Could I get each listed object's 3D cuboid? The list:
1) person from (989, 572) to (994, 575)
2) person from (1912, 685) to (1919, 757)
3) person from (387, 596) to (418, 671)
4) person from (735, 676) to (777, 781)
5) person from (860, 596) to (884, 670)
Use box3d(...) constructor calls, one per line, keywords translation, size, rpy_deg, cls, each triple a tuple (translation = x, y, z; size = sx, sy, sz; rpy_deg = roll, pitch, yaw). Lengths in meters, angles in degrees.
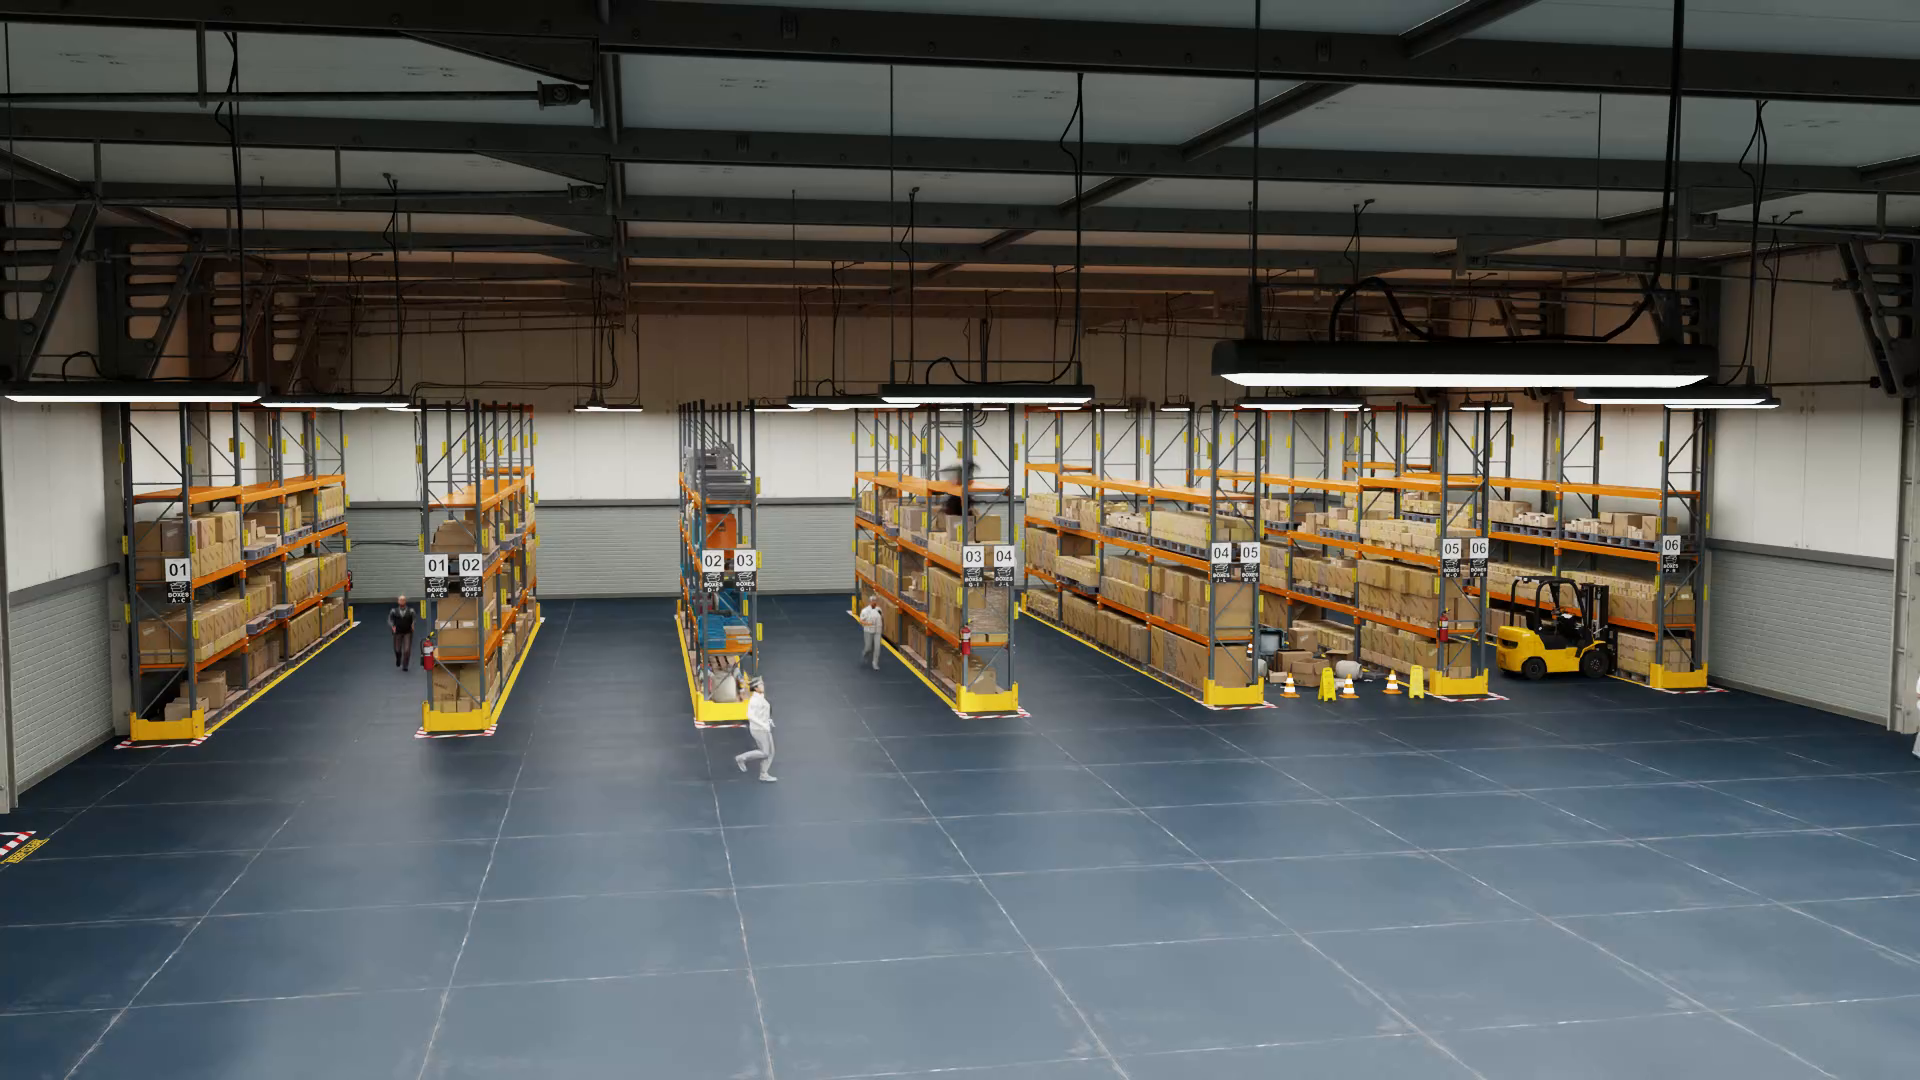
box3d(translation=(0.598, 1.224, 48.297), size=(0.852, 1.737, 0.795), rpy_deg=(1, 4, 7), cls="person")
box3d(translation=(16.039, 2.823, 27.411), size=(0.506, 1.729, 0.672), rpy_deg=(-1, 4, -15), cls="person")
box3d(translation=(-12.419, 2.087, 37.093), size=(0.657, 1.672, 0.574), rpy_deg=(-1, 5, -19), cls="person")
box3d(translation=(-3.175, 2.940, 25.973), size=(0.642, 1.658, 0.615), rpy_deg=(0, 4, 6), cls="person")
box3d(translation=(-1.981, 2.073, 37.540), size=(0.613, 1.636, 0.723), rpy_deg=(-2, 5, -22), cls="person")
